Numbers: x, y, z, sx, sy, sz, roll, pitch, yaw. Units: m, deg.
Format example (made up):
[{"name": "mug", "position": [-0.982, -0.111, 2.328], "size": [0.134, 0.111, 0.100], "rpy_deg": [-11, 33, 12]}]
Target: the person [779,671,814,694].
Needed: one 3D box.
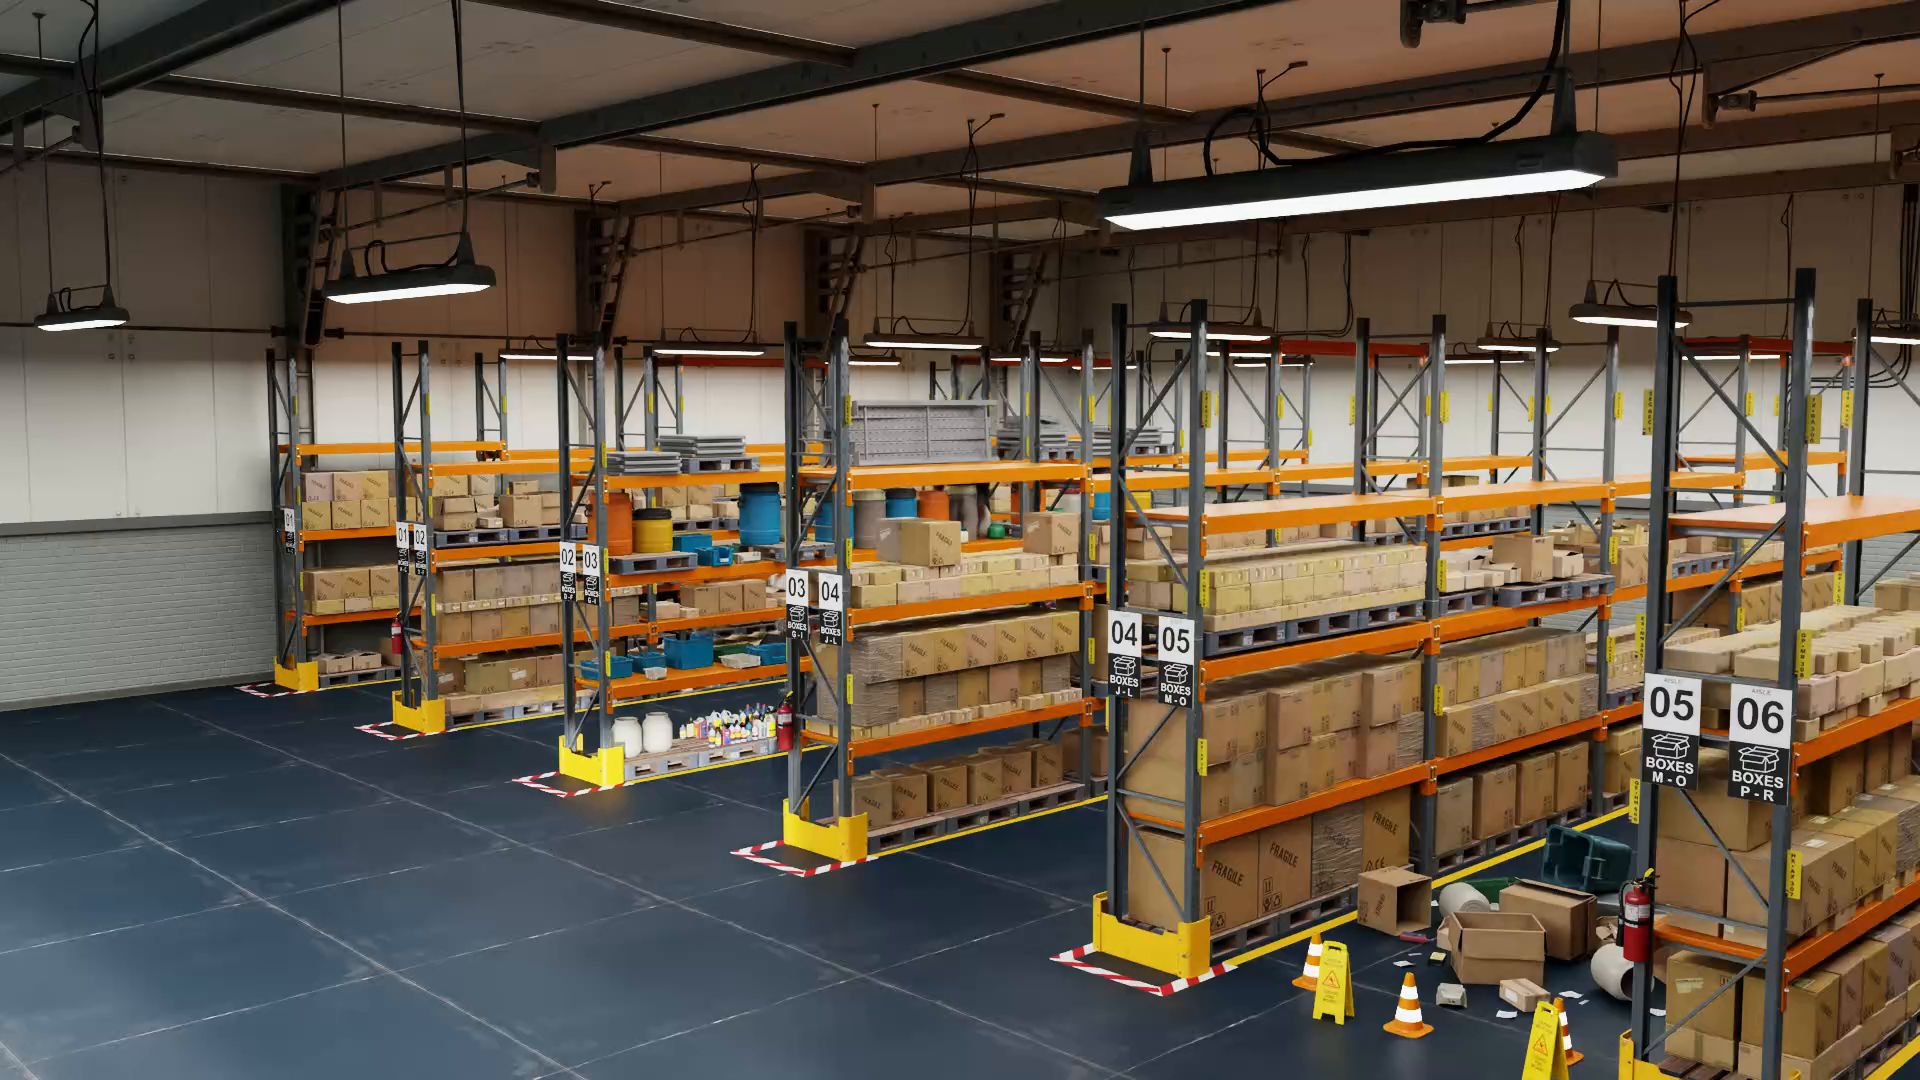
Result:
[{"name": "person", "position": [-2.676, 1.680, 27.232], "size": [0.347, 1.681, 0.876], "rpy_deg": [4, 6, 37]}]

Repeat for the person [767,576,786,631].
[{"name": "person", "position": [-3.679, 1.316, 33.804], "size": [0.614, 1.806, 0.915], "rpy_deg": [3, 6, 32]}]

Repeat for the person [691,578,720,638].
[{"name": "person", "position": [-4.916, 1.450, 32.202], "size": [0.686, 1.669, 0.820], "rpy_deg": [4, 6, 39]}]
